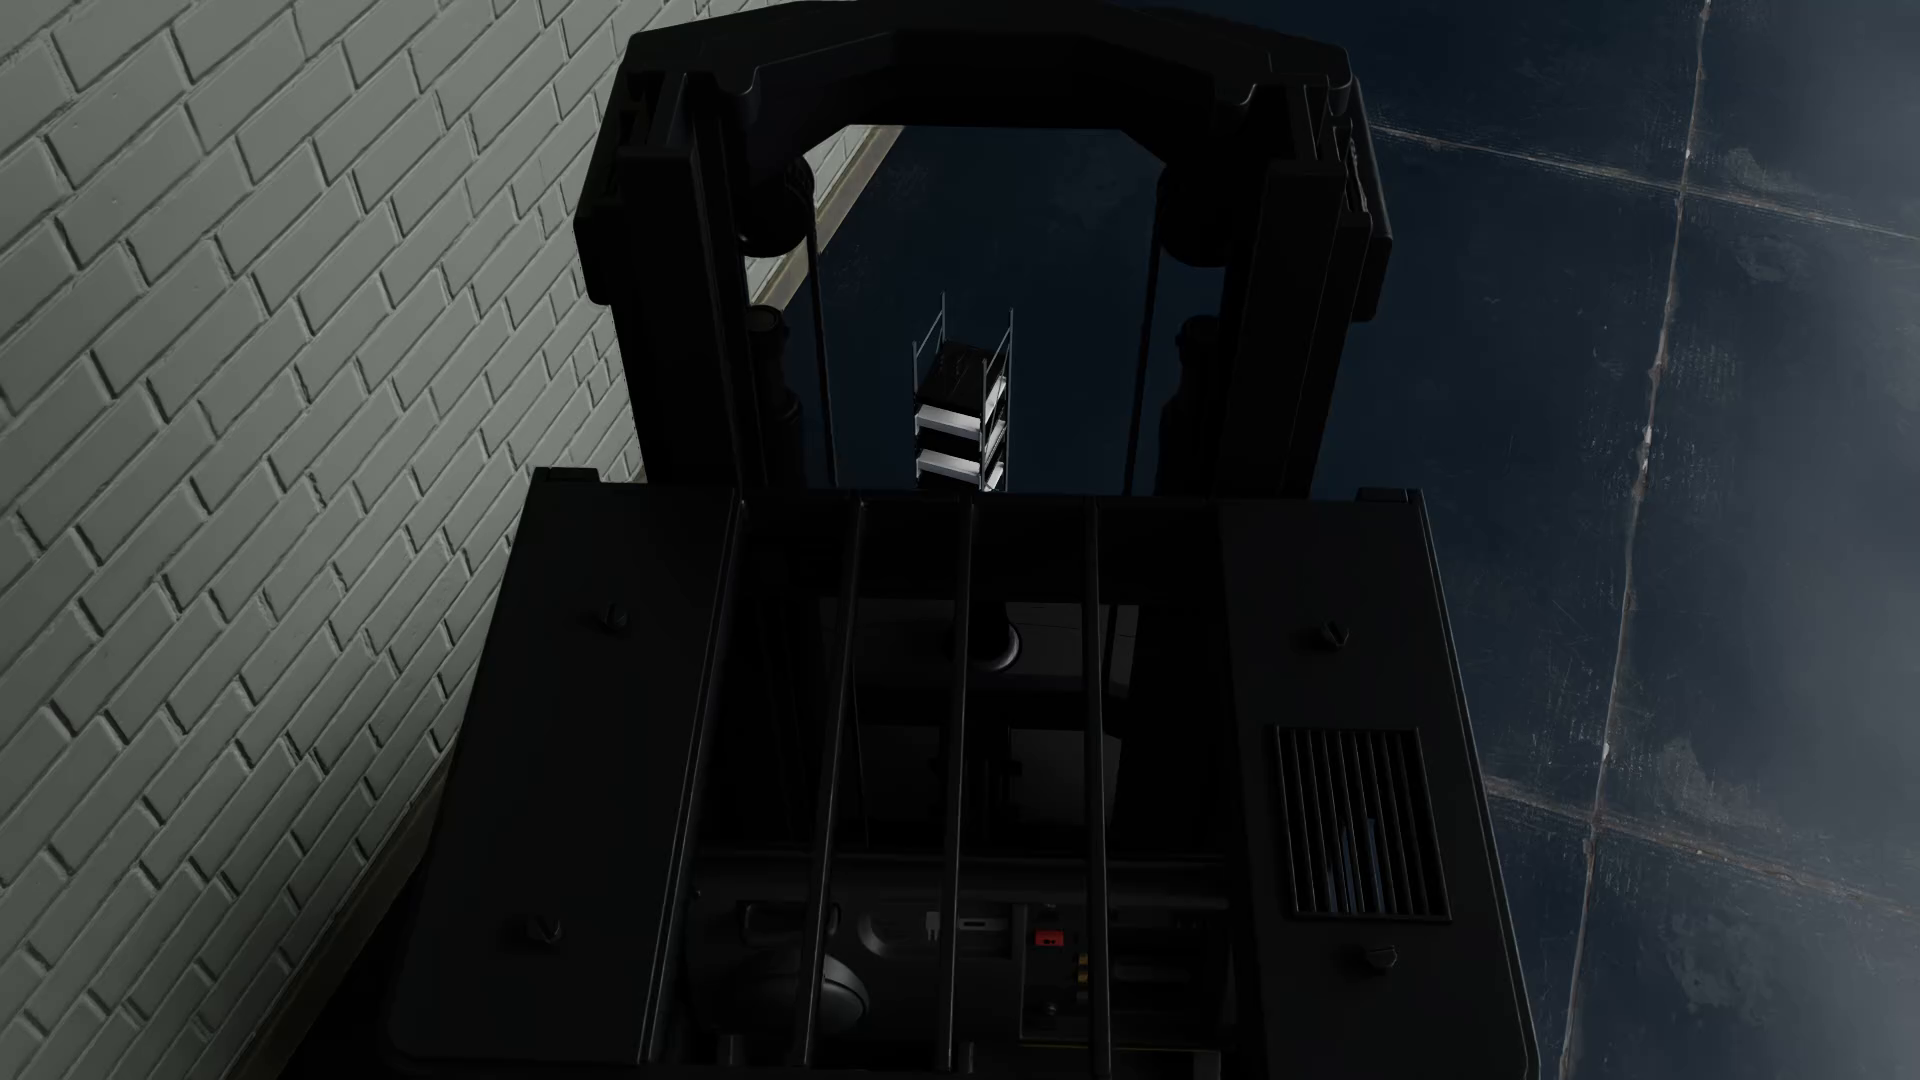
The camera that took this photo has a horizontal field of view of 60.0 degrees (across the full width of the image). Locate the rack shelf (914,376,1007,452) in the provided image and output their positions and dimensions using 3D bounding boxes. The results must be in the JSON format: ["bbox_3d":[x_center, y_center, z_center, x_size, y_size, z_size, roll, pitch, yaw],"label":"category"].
[{"bbox_3d":[0.008,-0.389,4.797,0.200,0.077,0.258,16,51,13],"label":"rack shelf"}]

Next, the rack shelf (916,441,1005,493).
[{"bbox_3d":[0.008,-0.212,5.001,0.200,0.077,0.258,16,51,13],"label":"rack shelf"}]

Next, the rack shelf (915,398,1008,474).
[{"bbox_3d":[0.008,-0.330,4.865,0.200,0.077,0.258,16,51,13],"label":"rack shelf"}]

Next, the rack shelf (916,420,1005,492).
[{"bbox_3d":[0.008,-0.271,4.933,0.200,0.077,0.258,16,51,13],"label":"rack shelf"}]

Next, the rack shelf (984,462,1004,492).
[{"bbox_3d":[0.008,-0.153,5.069,0.200,0.077,0.258,16,51,13],"label":"rack shelf"}]

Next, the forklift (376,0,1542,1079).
[{"bbox_3d":[0.009,0.828,2.593,1.130,2.935,3.031,1,49,1],"label":"forklift"}]

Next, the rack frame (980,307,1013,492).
[{"bbox_3d":[0.103,-0.266,4.885,0.006,0.900,0.240,16,51,13],"label":"rack frame"}]

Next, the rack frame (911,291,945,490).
[{"bbox_3d":[-0.088,-0.319,4.931,0.006,0.900,0.240,16,51,13],"label":"rack frame"}]

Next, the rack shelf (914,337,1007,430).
[{"bbox_3d":[0.008,-0.448,4.729,0.200,0.077,0.258,16,51,13],"label":"rack shelf"}]

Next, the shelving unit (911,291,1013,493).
[{"bbox_3d":[0.008,-0.293,4.908,0.210,0.900,0.258,16,51,13],"label":"shelving unit"}]
